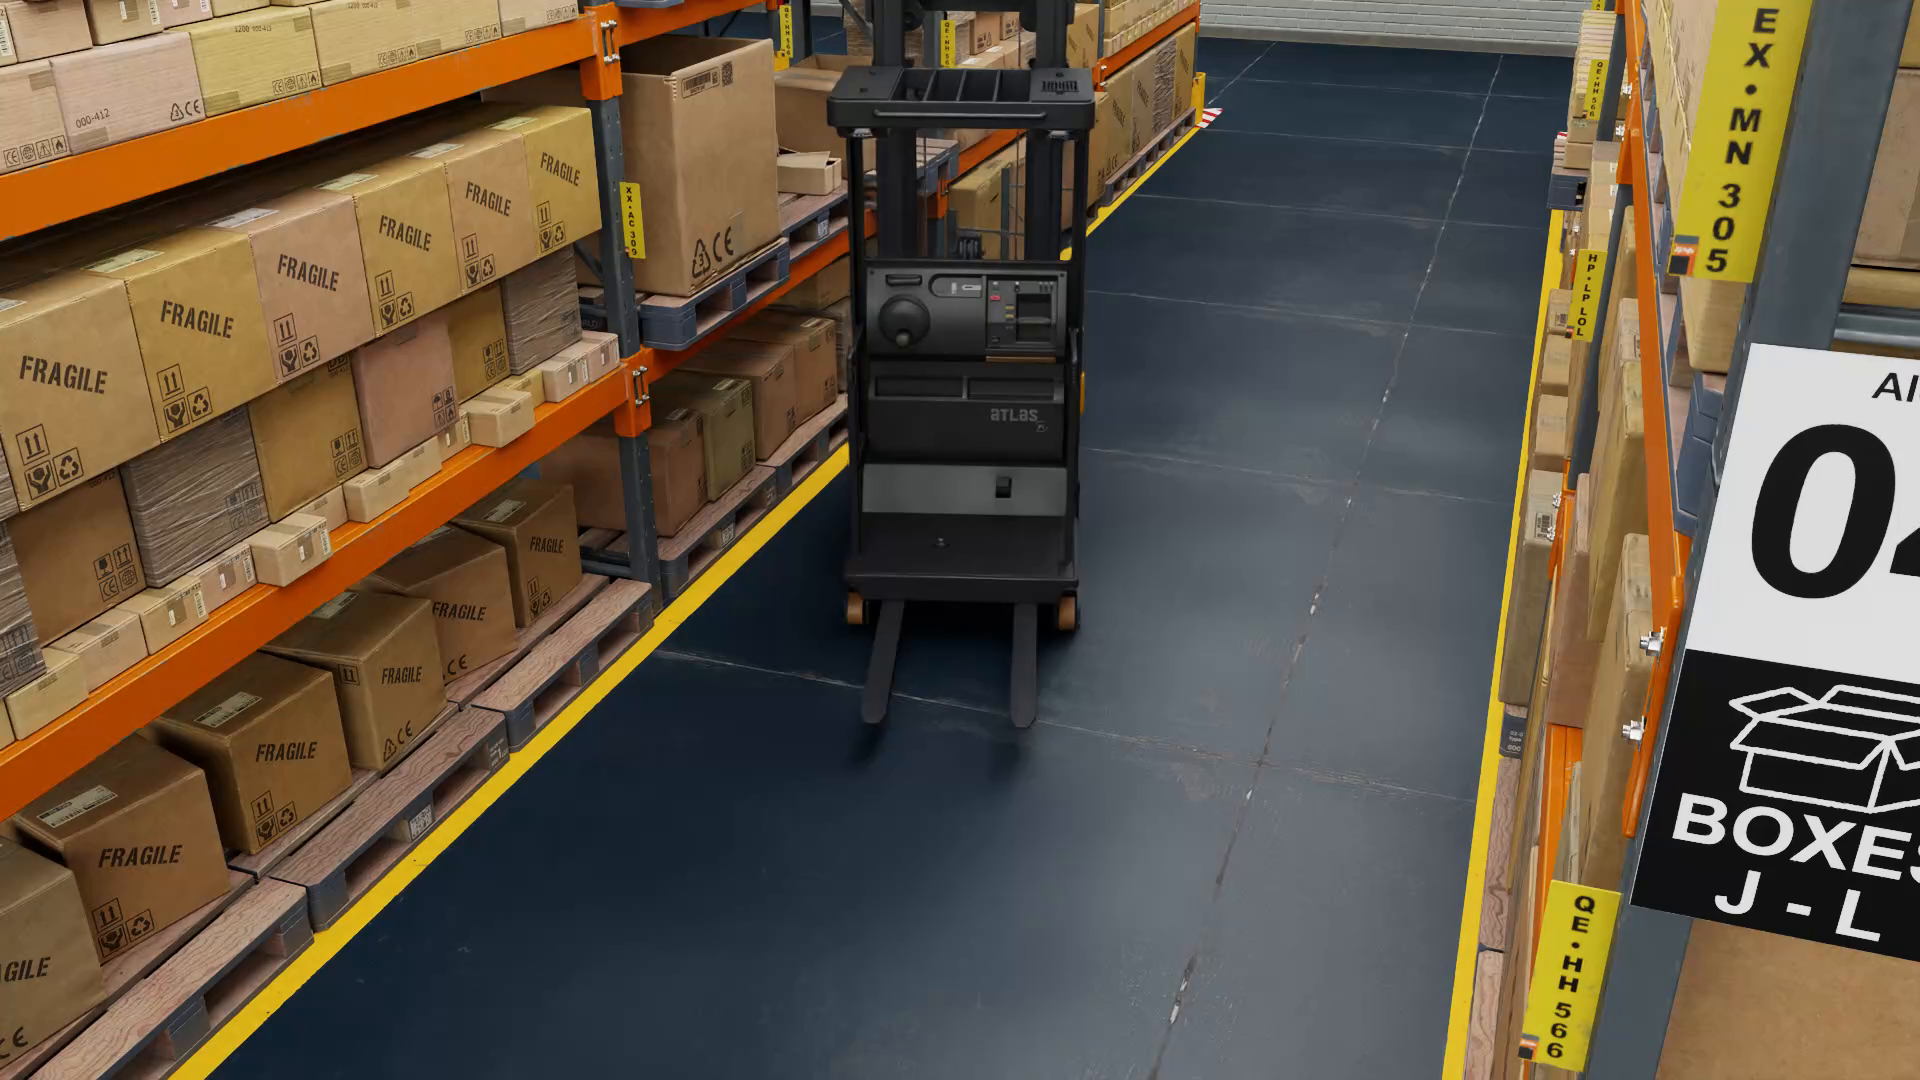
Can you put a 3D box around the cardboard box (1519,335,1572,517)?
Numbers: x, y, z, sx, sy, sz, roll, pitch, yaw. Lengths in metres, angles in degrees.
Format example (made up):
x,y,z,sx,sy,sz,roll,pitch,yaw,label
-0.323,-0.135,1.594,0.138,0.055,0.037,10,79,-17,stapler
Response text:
x,y,z,sx,sy,sz,roll,pitch,yaw,label
3.474,-0.522,8.485,1.050,0.750,0.750,9,27,18,cardboard box

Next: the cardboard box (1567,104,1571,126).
x,y,z,sx,sy,sz,roll,pitch,yaw,label
4.124,-2.708,10.707,0.380,0.149,0.250,8,27,15,cardboard box

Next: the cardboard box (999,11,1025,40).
x,y,z,sx,sy,sz,roll,pitch,yaw,label
0.101,-4.042,12.389,0.797,0.503,0.637,10,27,19,cardboard box

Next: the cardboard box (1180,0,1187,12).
x,y,z,sx,sy,sz,roll,pitch,yaw,label
2.090,-5.473,16.900,0.380,0.149,0.250,9,27,18,cardboard box

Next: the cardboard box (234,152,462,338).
x,y,z,sx,sy,sz,roll,pitch,yaw,label
-2.148,-1.052,5.878,0.500,0.500,0.500,9,27,17,cardboard box

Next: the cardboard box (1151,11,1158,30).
x,y,z,sx,sy,sz,roll,pitch,yaw,label
1.666,-4.948,15.815,0.380,0.149,0.250,8,27,16,cardboard box

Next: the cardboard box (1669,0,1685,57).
x,y,z,sx,sy,sz,roll,pitch,yaw,label
1.790,-1.165,3.507,0.500,0.250,0.500,9,27,18,cardboard box

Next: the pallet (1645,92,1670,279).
x,y,z,sx,sy,sz,roll,pitch,yaw,label
2.028,-0.774,3.567,1.003,0.211,1.213,9,27,17,pallet

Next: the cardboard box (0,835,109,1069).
x,y,z,sx,sy,sz,roll,pitch,yaw,label
-3.033,1.266,5.079,0.500,0.500,0.500,14,29,27,cardboard box

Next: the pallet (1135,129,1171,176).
x,y,z,sx,sy,sz,roll,pitch,yaw,label
1.468,-3.896,16.554,1.003,0.211,1.213,9,27,17,pallet

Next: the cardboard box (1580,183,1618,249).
x,y,z,sx,sy,sz,roll,pitch,yaw,label
3.310,-1.425,8.137,0.500,0.500,0.500,9,27,17,cardboard box

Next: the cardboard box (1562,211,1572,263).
x,y,z,sx,sy,sz,roll,pitch,yaw,label
4.884,-2.385,12.620,0.500,0.500,0.500,10,28,19,cardboard box

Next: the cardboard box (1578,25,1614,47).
x,y,z,sx,sy,sz,roll,pitch,yaw,label
4.555,-3.512,11.685,0.380,0.149,0.250,8,27,17,cardboard box

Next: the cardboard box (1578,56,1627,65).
x,y,z,sx,sy,sz,roll,pitch,yaw,label
4.124,-2.973,10.572,0.380,0.149,0.250,9,27,17,cardboard box

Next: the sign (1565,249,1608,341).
x,y,z,sx,sy,sz,roll,pitch,yaw,label
2.203,-0.859,5.843,0.100,0.325,0.005,9,27,17,sign

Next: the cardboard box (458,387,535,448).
x,y,z,sx,sy,sz,roll,pitch,yaw,label
-1.930,-0.501,6.631,0.380,0.149,0.250,9,27,17,cardboard box

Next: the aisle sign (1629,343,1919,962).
x,y,z,sx,sy,sz,roll,pitch,yaw,label
1.081,0.161,1.992,0.394,0.787,0.004,9,27,17,aisle sign

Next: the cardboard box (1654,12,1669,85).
x,y,z,sx,sy,sz,roll,pitch,yaw,label
1.854,-1.145,3.923,0.380,0.149,0.250,9,27,17,cardboard box

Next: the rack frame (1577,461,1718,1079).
x,y,z,sx,sy,sz,roll,pitch,yaw,label
1.387,1.345,2.529,1.000,3.000,0.127,9,27,17,rack frame

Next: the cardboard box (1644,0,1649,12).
x,y,z,sx,sy,sz,roll,pitch,yaw,label
2.276,-1.669,5.005,0.380,0.149,0.250,8,27,17,cardboard box

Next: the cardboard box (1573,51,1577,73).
x,y,z,sx,sy,sz,roll,pitch,yaw,label
4.815,-3.567,12.481,0.380,0.149,0.250,7,27,15,cardboard box

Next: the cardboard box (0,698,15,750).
x,y,z,sx,sy,sz,roll,pitch,yaw,label
-2.836,0.515,4.532,0.380,0.149,0.250,9,27,17,cardboard box

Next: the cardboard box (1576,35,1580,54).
x,y,z,sx,sy,sz,roll,pitch,yaw,label
4.815,-3.701,12.416,0.380,0.149,0.250,9,27,18,cardboard box

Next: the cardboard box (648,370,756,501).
x,y,z,sx,sy,sz,roll,pitch,yaw,label
-1.524,-0.575,8.858,0.700,0.500,0.500,9,27,17,cardboard box

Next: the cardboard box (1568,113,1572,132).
x,y,z,sx,sy,sz,roll,pitch,yaw,label
3.871,-2.531,10.000,0.380,0.149,0.250,10,28,19,cardboard box

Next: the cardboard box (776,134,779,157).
x,y,z,sx,sy,sz,roll,pitch,yaw,label
-1.436,-2.021,8.881,0.797,0.503,0.637,12,28,23,cardboard box

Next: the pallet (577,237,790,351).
x,y,z,sx,sy,sz,roll,pitch,yaw,label
-1.534,-1.266,8.143,1.003,0.211,1.213,9,27,17,pallet

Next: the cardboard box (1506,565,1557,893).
x,y,z,sx,sy,sz,roll,pitch,yaw,label
2.443,0.717,5.783,0.875,0.875,0.875,9,27,18,cardboard box

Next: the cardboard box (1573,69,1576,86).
x,y,z,sx,sy,sz,roll,pitch,yaw,label
4.297,-3.058,11.088,0.380,0.149,0.250,8,27,16,cardboard box

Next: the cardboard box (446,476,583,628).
x,y,z,sx,sy,sz,roll,pitch,yaw,label
-2.096,0.035,7.621,0.500,0.500,0.500,8,27,16,cardboard box

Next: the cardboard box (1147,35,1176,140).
x,y,z,sx,sy,sz,roll,pitch,yaw,label
1.627,-4.575,16.713,0.875,0.875,0.875,9,27,17,cardboard box

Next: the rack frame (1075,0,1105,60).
x,y,z,sx,sy,sz,roll,pitch,yaw,label
0.737,-4.347,14.286,1.000,3.000,0.127,9,27,17,rack frame

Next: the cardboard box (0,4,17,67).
x,y,z,sx,sy,sz,roll,pitch,yaw,label
-2.644,-1.273,4.209,0.380,0.149,0.250,10,28,20,cardboard box

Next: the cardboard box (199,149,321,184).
x,y,z,sx,sy,sz,roll,pitch,yaw,label
-2.647,-1.129,6.036,0.500,0.500,0.500,9,27,17,cardboard box

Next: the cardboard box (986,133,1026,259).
x,y,z,sx,sy,sz,roll,pitch,yaw,label
-0.041,-2.582,12.596,1.225,0.875,0.875,9,27,18,cardboard box

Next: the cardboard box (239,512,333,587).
x,y,z,sx,sy,sz,roll,pitch,yaw,label
-2.346,0.013,5.570,0.380,0.149,0.250,9,27,17,cardboard box

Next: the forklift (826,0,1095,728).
x,y,z,sx,sy,sz,roll,pitch,yaw,label
0.022,-1.034,7.521,1.130,2.935,3.031,1,26,3,forklift

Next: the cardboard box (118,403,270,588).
x,y,z,sx,sy,sz,roll,pitch,yaw,label
-2.787,-0.238,5.344,0.875,0.500,0.500,9,27,17,cardboard box

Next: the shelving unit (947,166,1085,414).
x,y,z,sx,sy,sz,roll,pitch,yaw,label
0.333,-1.306,9.726,0.587,1.500,1.083,8,27,16,shelving unit

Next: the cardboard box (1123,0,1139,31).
x,y,z,sx,sy,sz,roll,pitch,yaw,label
1.310,-4.772,14.994,0.500,0.250,0.500,9,27,17,cardboard box

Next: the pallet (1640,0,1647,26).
x,y,z,sx,sy,sz,roll,pitch,yaw,label
2.977,-1.946,6.105,0.805,0.209,1.217,8,27,15,pallet

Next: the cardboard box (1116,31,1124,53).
x,y,z,sx,sy,sz,roll,pitch,yaw,label
1.236,-4.415,14.715,0.380,0.149,0.250,8,27,16,cardboard box

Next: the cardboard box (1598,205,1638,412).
x,y,z,sx,sy,sz,roll,pitch,yaw,label
2.563,-0.705,5.353,0.875,0.550,0.550,9,27,17,cardboard box

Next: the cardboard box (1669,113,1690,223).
x,y,z,sx,sy,sz,roll,pitch,yaw,label
1.432,-0.624,2.847,0.380,0.149,0.250,9,27,18,cardboard box

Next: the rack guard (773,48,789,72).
x,y,z,sx,sy,sz,roll,pitch,yaw,label
-2.607,-5.596,19.733,1.175,0.500,0.348,9,27,17,rack guard

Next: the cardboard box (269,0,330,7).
x,y,z,sx,sy,sz,roll,pitch,yaw,label
-2.195,-1.803,5.305,0.380,0.149,0.250,10,28,20,cardboard box

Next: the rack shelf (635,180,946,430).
x,y,z,sx,sy,sz,roll,pitch,yaw,label
-1.260,-1.557,9.350,1.077,0.370,4.000,9,27,17,rack shelf

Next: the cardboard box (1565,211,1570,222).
x,y,z,sx,sy,sz,roll,pitch,yaw,label
5.189,-2.702,13.679,0.380,0.149,0.250,9,27,18,cardboard box

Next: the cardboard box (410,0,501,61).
x,y,z,sx,sy,sz,roll,pitch,yaw,label
-2.015,-1.903,5.969,0.500,0.250,0.500,9,27,19,cardboard box
